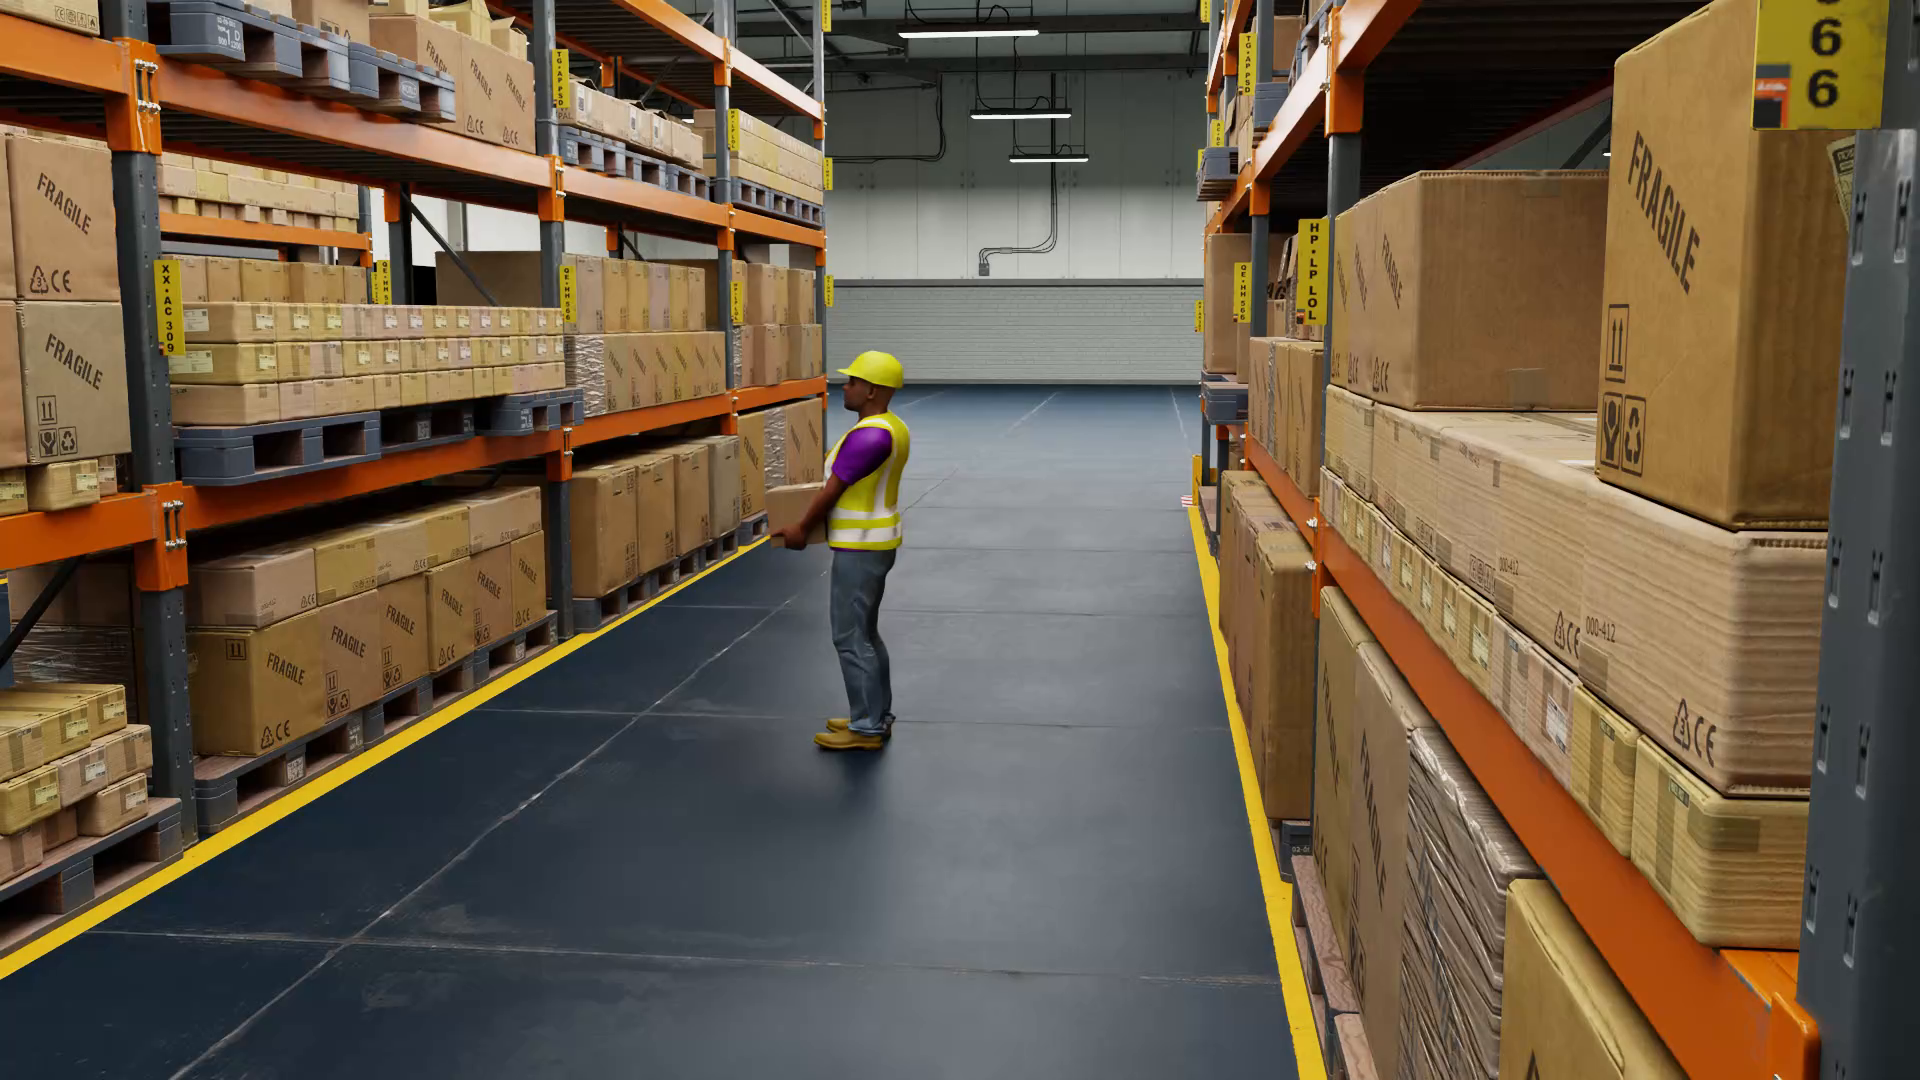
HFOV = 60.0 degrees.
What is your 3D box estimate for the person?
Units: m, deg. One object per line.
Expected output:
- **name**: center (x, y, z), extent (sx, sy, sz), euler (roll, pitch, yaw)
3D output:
- **person**: center (-0.530, 0.041, 7.414), extent (0.587, 1.761, 0.502), euler (1, 8, 7)
